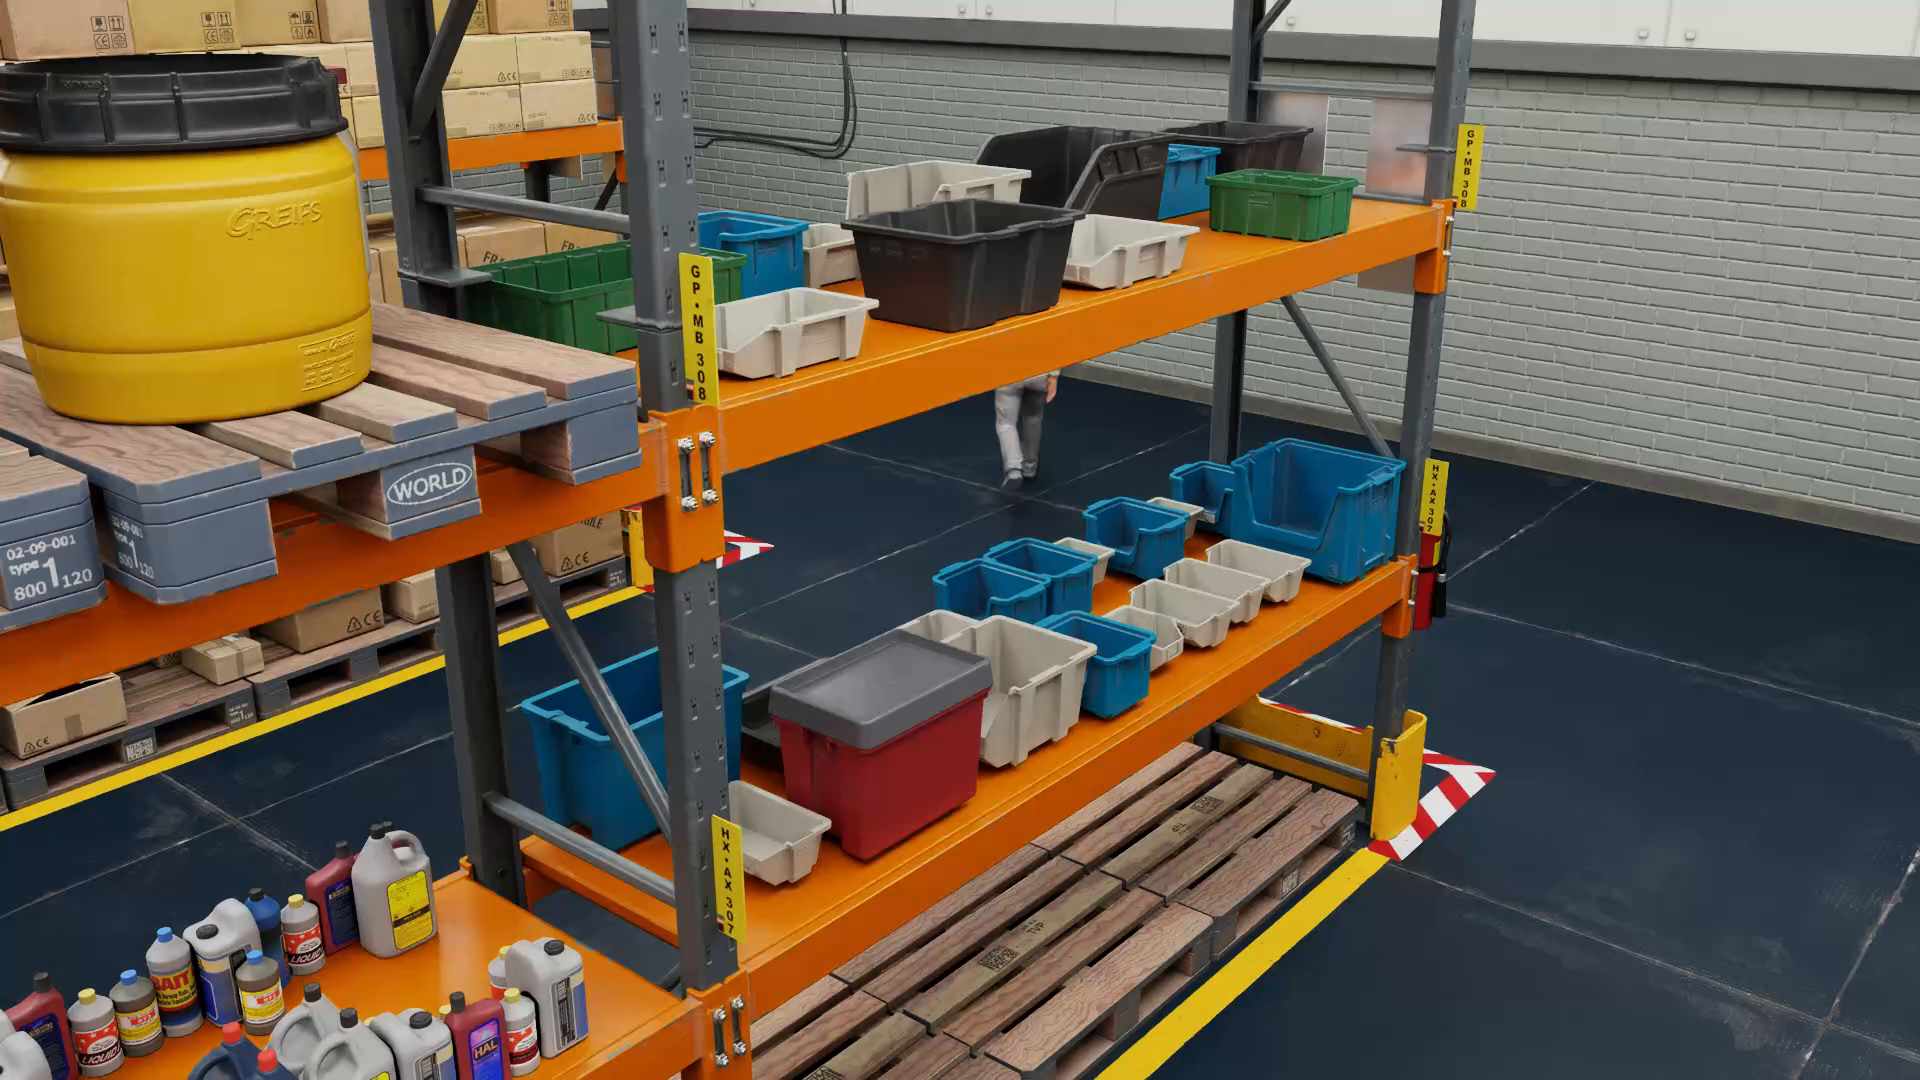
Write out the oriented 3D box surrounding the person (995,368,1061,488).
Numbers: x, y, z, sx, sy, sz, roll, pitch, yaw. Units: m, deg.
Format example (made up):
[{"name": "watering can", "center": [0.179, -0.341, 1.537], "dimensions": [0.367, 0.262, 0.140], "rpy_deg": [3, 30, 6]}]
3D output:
[{"name": "person", "center": [0.450, -1.208, 11.843], "dimensions": [0.532, 1.731, 0.957], "rpy_deg": [-2, 20, -5]}]
